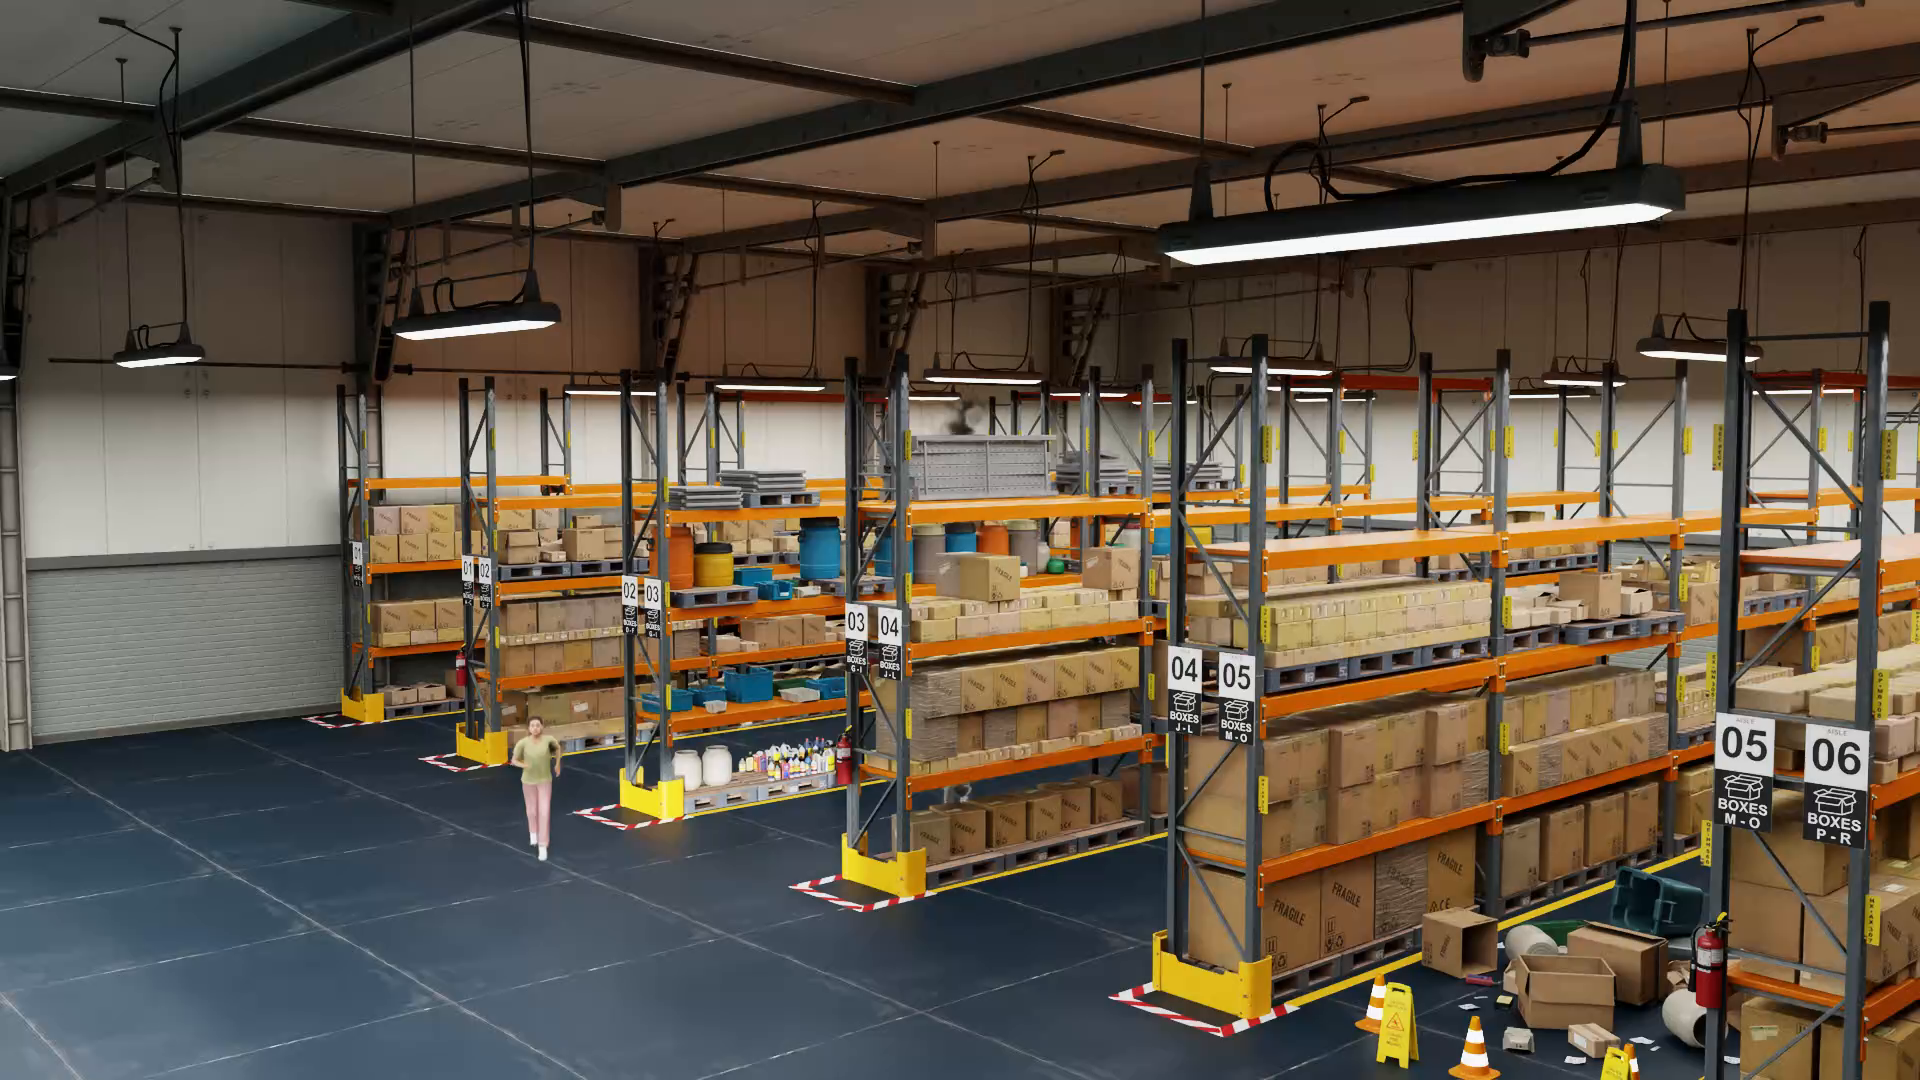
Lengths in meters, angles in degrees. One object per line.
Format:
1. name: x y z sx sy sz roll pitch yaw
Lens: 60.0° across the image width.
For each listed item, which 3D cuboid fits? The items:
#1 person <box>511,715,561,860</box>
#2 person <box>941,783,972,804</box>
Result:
1. person: -5.169 2.973 20.295 0.589 1.687 0.926 -1 4 -13
2. person: -0.050 2.892 22.156 0.574 1.632 0.788 3 5 38
